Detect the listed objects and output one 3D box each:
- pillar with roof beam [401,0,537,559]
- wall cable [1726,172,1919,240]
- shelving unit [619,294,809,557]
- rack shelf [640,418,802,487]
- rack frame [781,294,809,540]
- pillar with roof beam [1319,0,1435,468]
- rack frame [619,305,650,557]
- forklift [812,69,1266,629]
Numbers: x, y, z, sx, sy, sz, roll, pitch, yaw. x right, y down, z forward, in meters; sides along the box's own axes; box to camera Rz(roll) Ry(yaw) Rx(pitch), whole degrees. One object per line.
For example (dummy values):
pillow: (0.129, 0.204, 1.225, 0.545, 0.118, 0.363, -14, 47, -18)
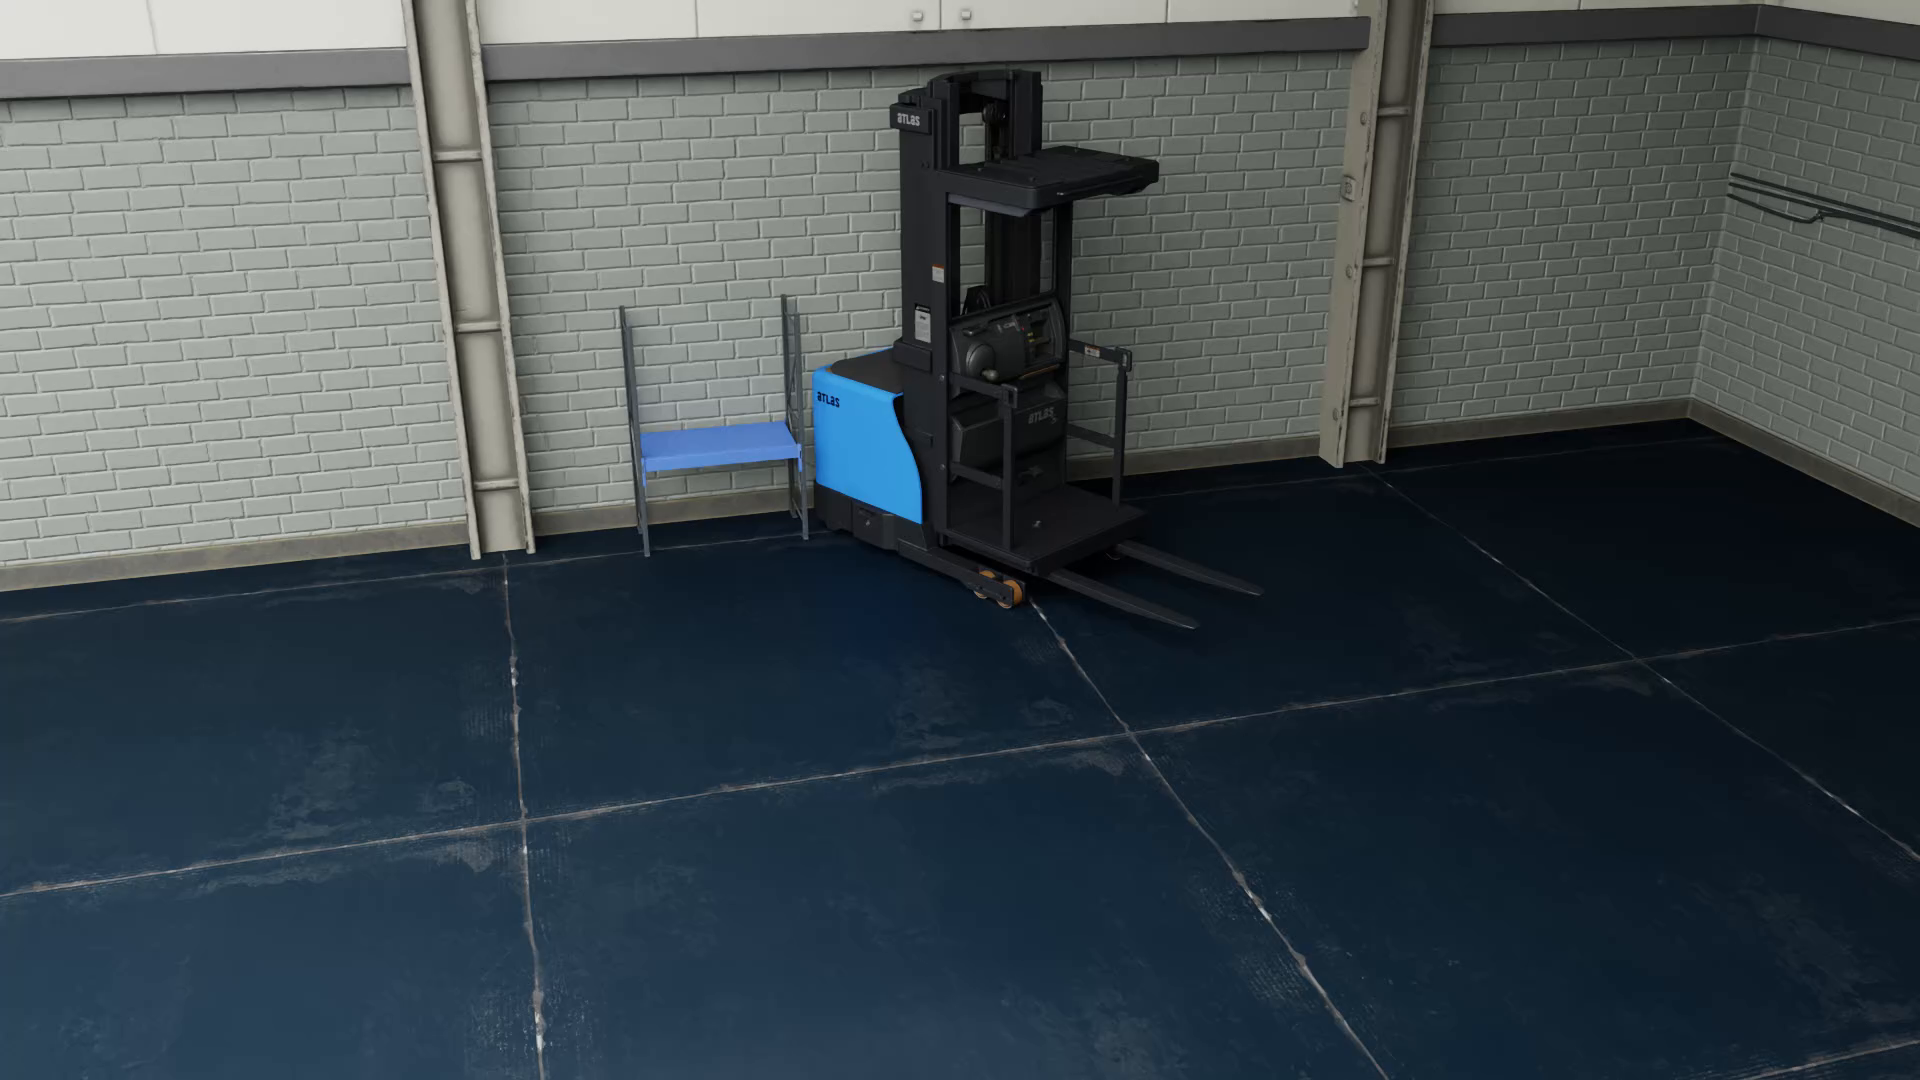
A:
pillar with roof beam: (-1.760, -2.457, 5.065, 0.400, 9.000, 9.100, -6, 24, -14)
wall cable: (6.048, -3.116, 10.537, 0.112, 2.526, 3.097, -6, 24, -14)
shelving unit: (-1.551, -0.731, 10.552, 1.048, 1.500, 0.538, -6, 24, -14)
rack shelf: (-1.551, -0.566, 10.623, 1.000, 0.185, 0.538, -6, 24, -14)
rack frame: (-1.062, -0.785, 10.678, 0.032, 1.500, 0.500, -6, 24, -14)
pillar with roof beam: (4.017, -3.096, 6.554, 0.400, 9.000, 9.100, -6, 24, -14)
rack frame: (-2.040, -0.677, 10.425, 0.032, 1.500, 0.500, -6, 24, -14)
forklift: (0.441, -1.174, 9.768, 3.031, 2.935, 1.130, 21, 31, 40)
